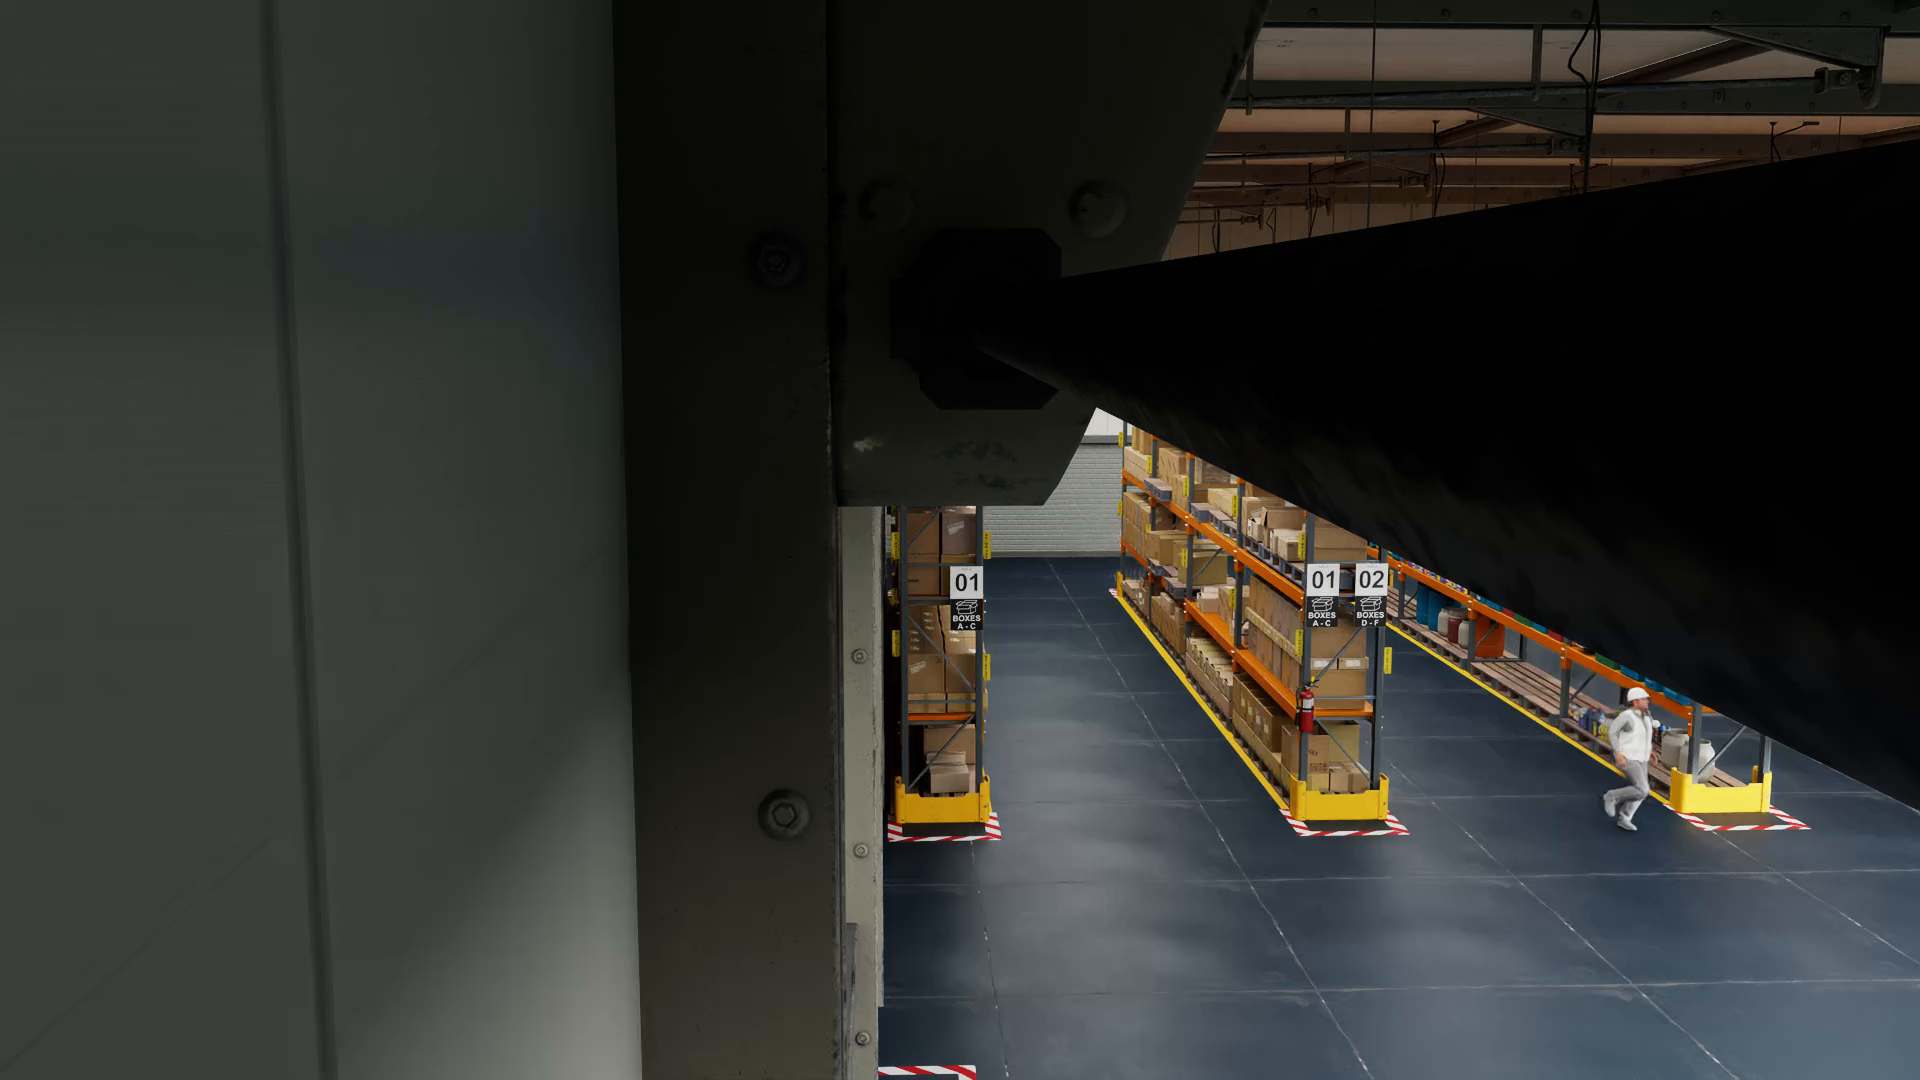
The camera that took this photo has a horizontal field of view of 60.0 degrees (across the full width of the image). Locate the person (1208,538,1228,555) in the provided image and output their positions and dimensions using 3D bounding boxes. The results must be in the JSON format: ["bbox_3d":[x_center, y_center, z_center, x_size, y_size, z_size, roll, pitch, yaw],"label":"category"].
[{"bbox_3d":[5.546,0.511,36.035,0.563,1.590,0.687,-3,8,-18],"label":"person"}]

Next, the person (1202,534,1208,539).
[{"bbox_3d":[5.318,0.370,36.927,0.673,1.620,0.537,8,11,43],"label":"person"}]

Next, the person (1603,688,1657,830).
[{"bbox_3d":[8.253,2.653,20.293,0.683,1.699,0.533,-6,10,-36],"label":"person"}]
